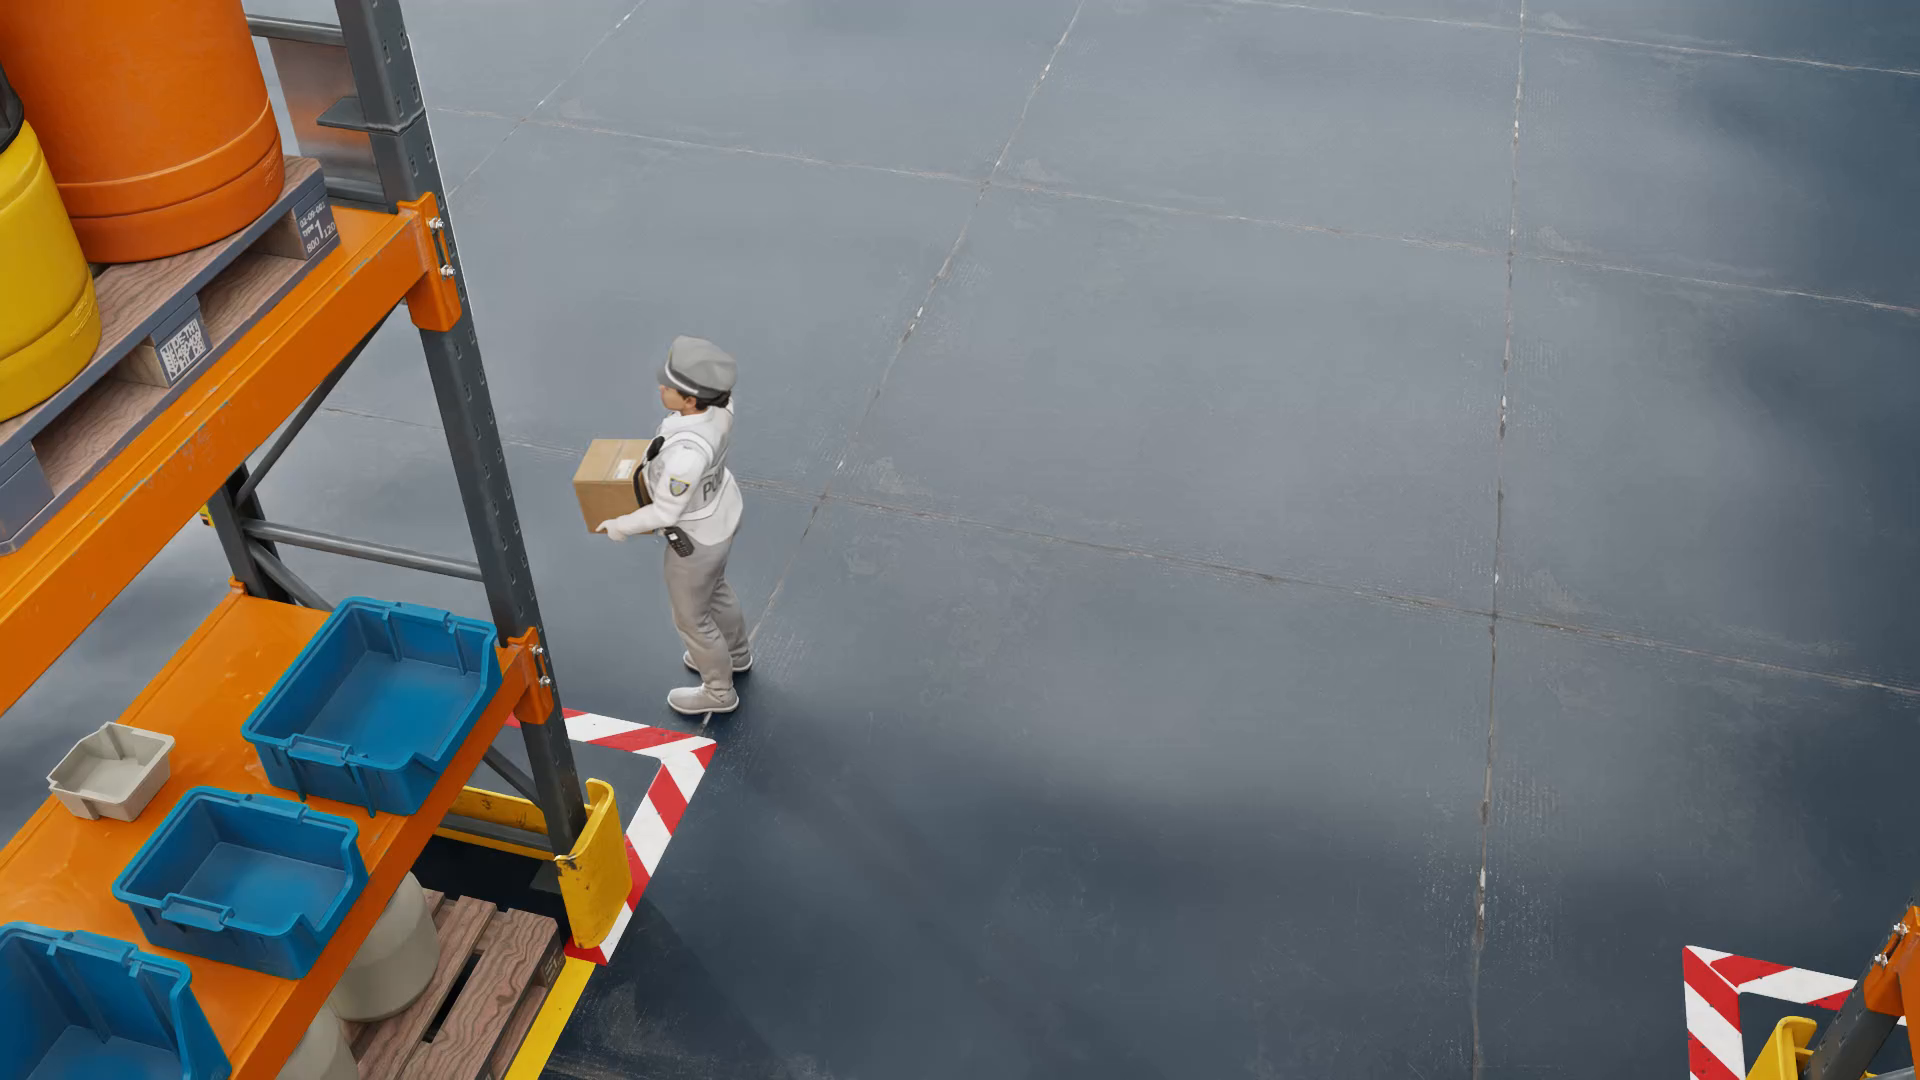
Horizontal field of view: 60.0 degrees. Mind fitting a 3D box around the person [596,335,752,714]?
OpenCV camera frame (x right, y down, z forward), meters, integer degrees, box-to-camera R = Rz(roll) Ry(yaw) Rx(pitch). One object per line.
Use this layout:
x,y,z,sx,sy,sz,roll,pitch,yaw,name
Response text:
-1.038,-0.048,6.192,0.555,1.687,0.461,5,42,6,person
